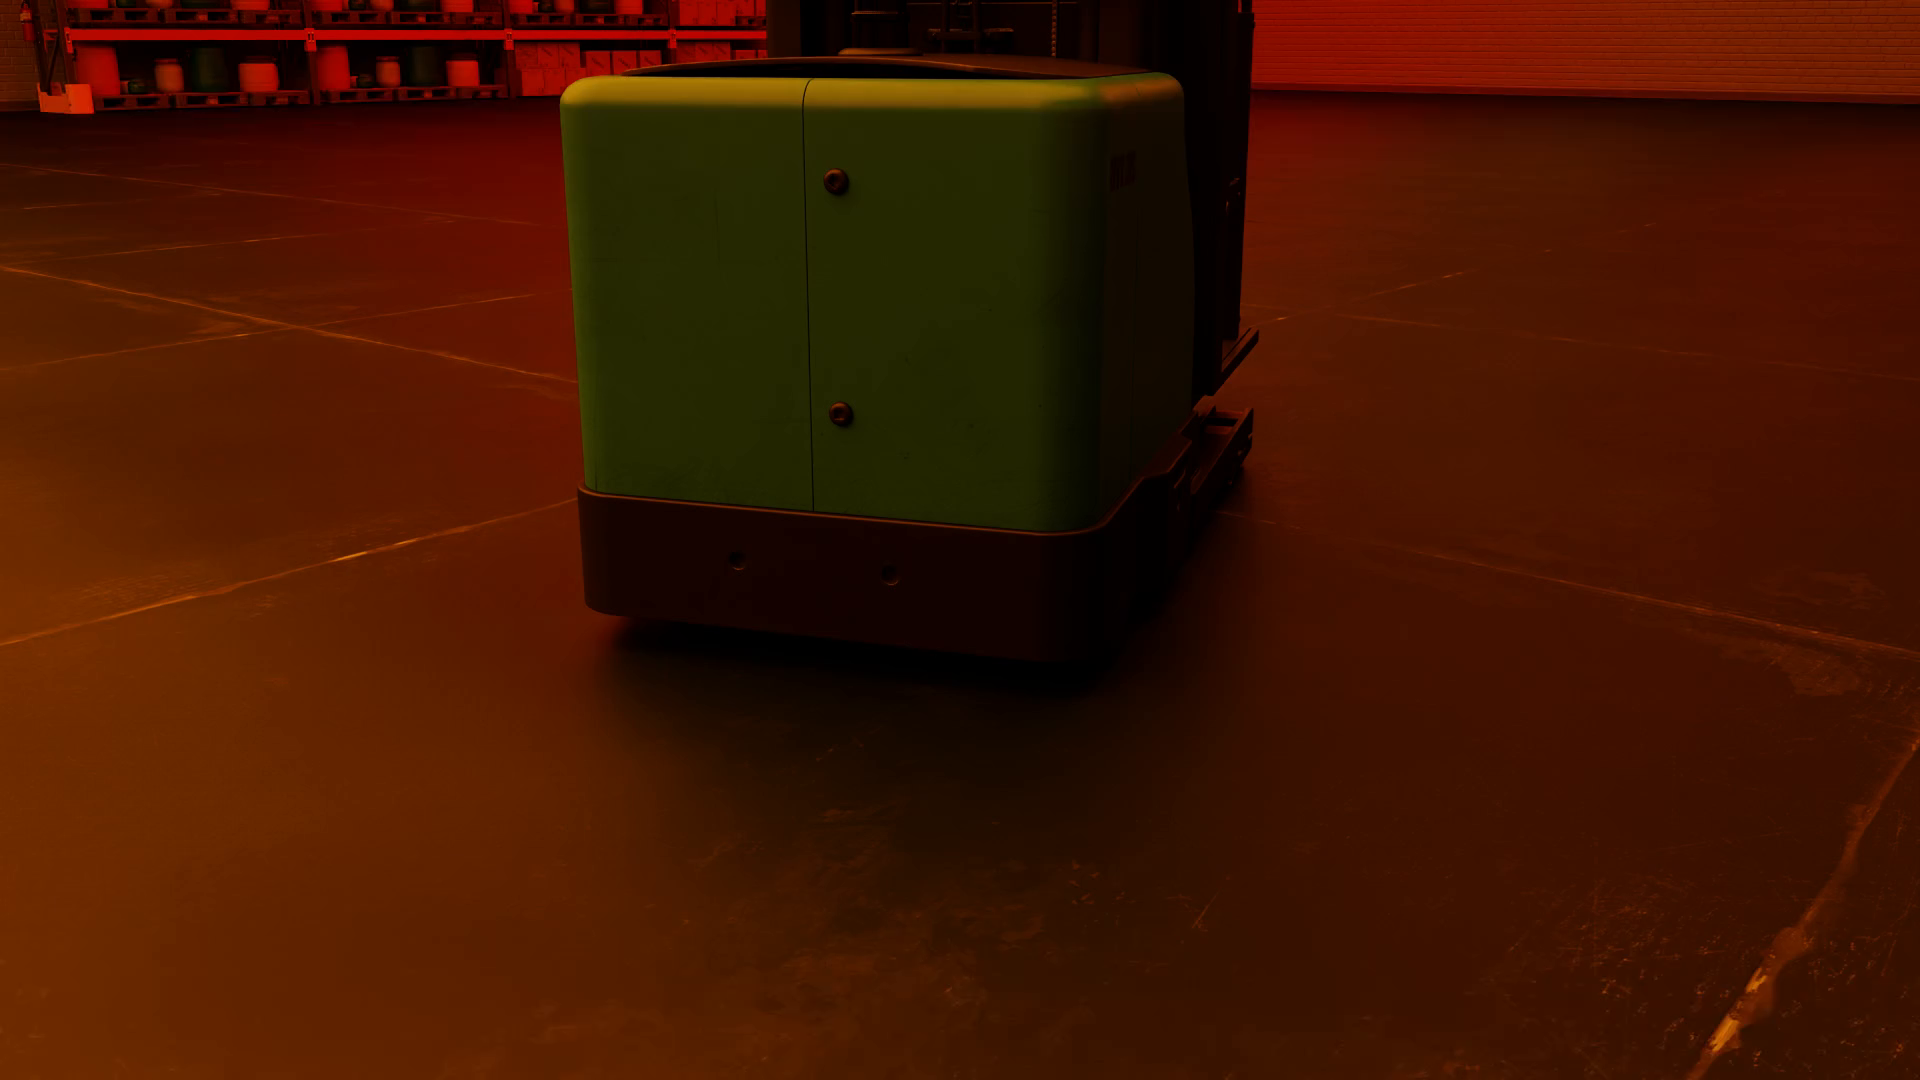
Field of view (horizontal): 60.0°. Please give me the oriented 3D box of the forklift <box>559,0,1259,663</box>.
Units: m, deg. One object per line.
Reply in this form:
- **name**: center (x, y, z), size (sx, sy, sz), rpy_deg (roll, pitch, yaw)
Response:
- **forklift**: center (0.182, -1.571, 4.072), size (1.130, 2.935, 3.031), rpy_deg (5, 18, 17)
